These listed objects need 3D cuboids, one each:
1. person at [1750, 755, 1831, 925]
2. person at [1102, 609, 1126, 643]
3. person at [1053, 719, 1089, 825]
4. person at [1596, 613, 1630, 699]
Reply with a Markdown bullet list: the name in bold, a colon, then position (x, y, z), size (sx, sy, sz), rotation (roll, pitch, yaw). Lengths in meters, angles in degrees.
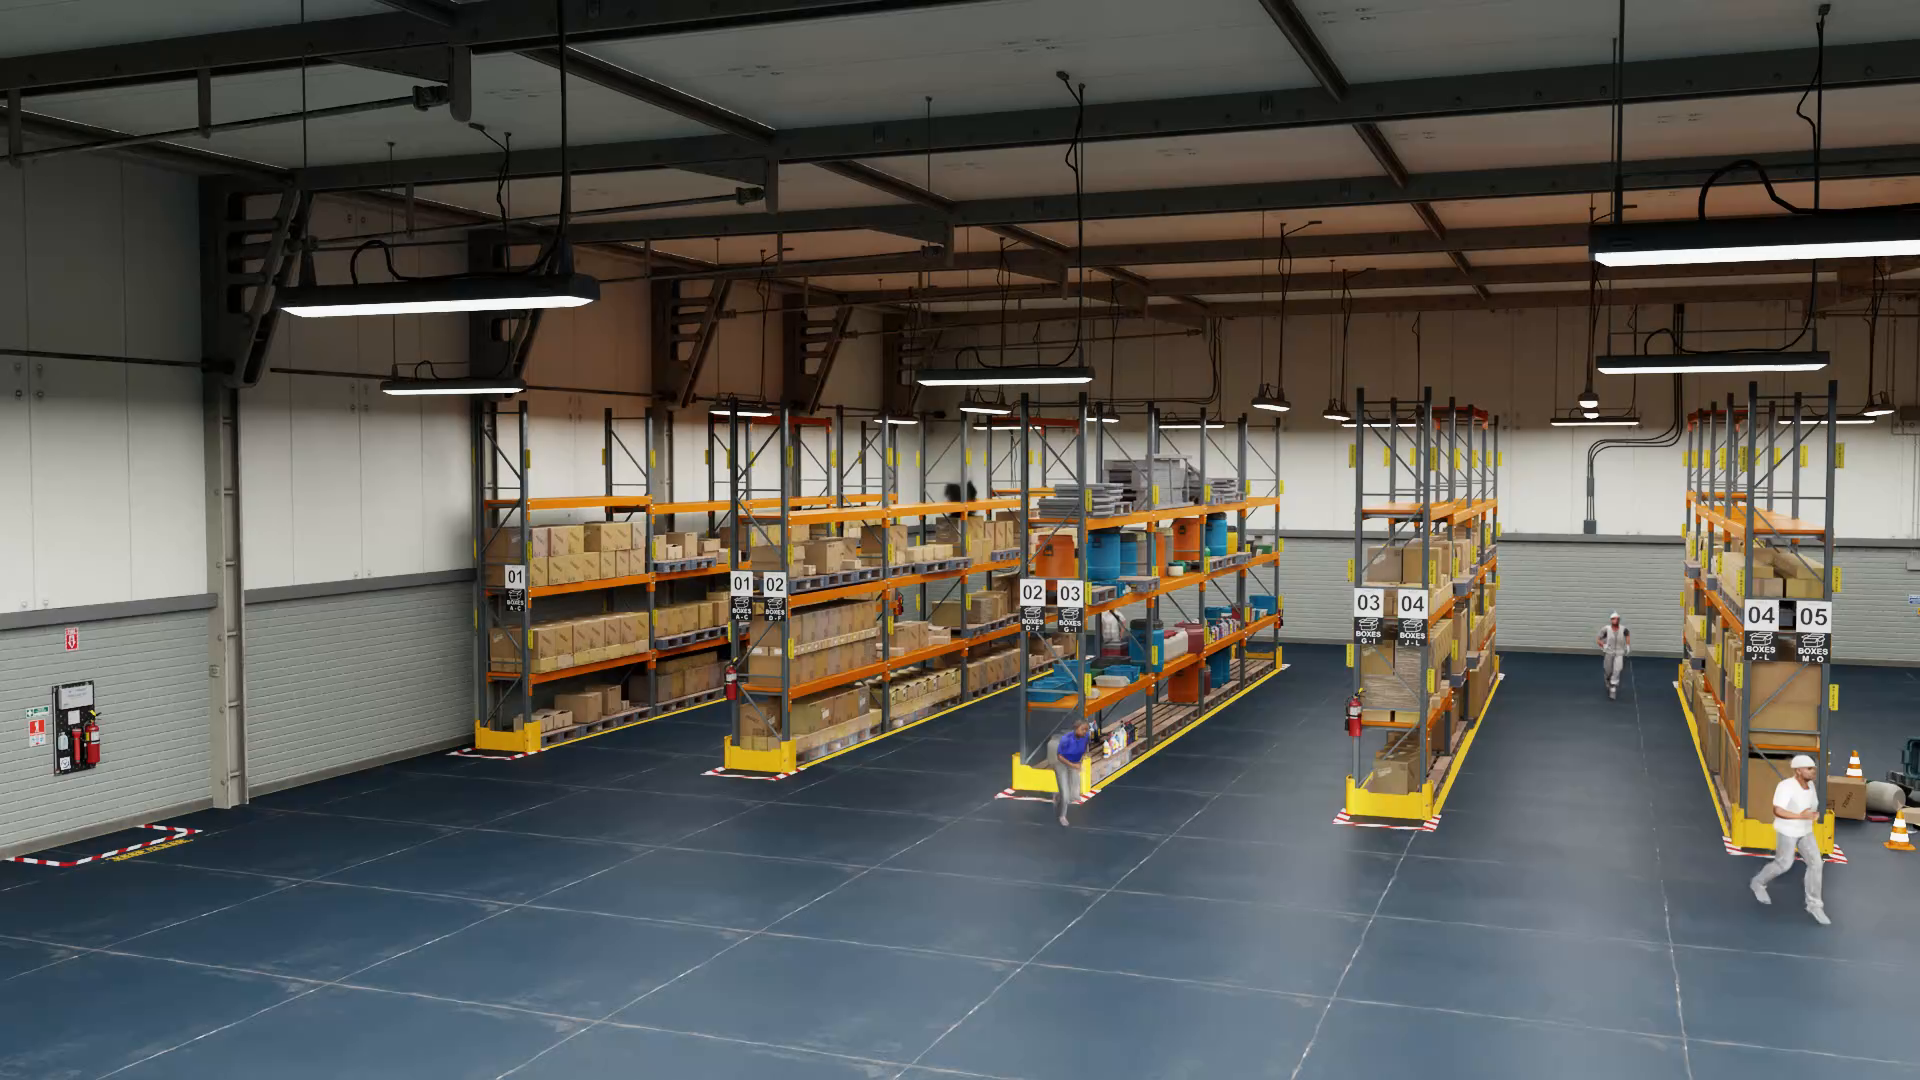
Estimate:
- **person**: position (9.132, 3.235, 18.255), size (0.729, 1.800, 0.967), rotation (-1, 3, -28)
- **person**: position (3.558, 2.246, 38.968), size (0.654, 1.740, 0.754), rotation (0, 3, 8)
- **person**: position (1.549, 3.160, 22.732), size (0.586, 1.510, 0.776), rotation (-2, 3, -31)
- **person**: position (13.764, 2.409, 35.028), size (0.684, 1.774, 1.019), rotation (1, 3, 13)
